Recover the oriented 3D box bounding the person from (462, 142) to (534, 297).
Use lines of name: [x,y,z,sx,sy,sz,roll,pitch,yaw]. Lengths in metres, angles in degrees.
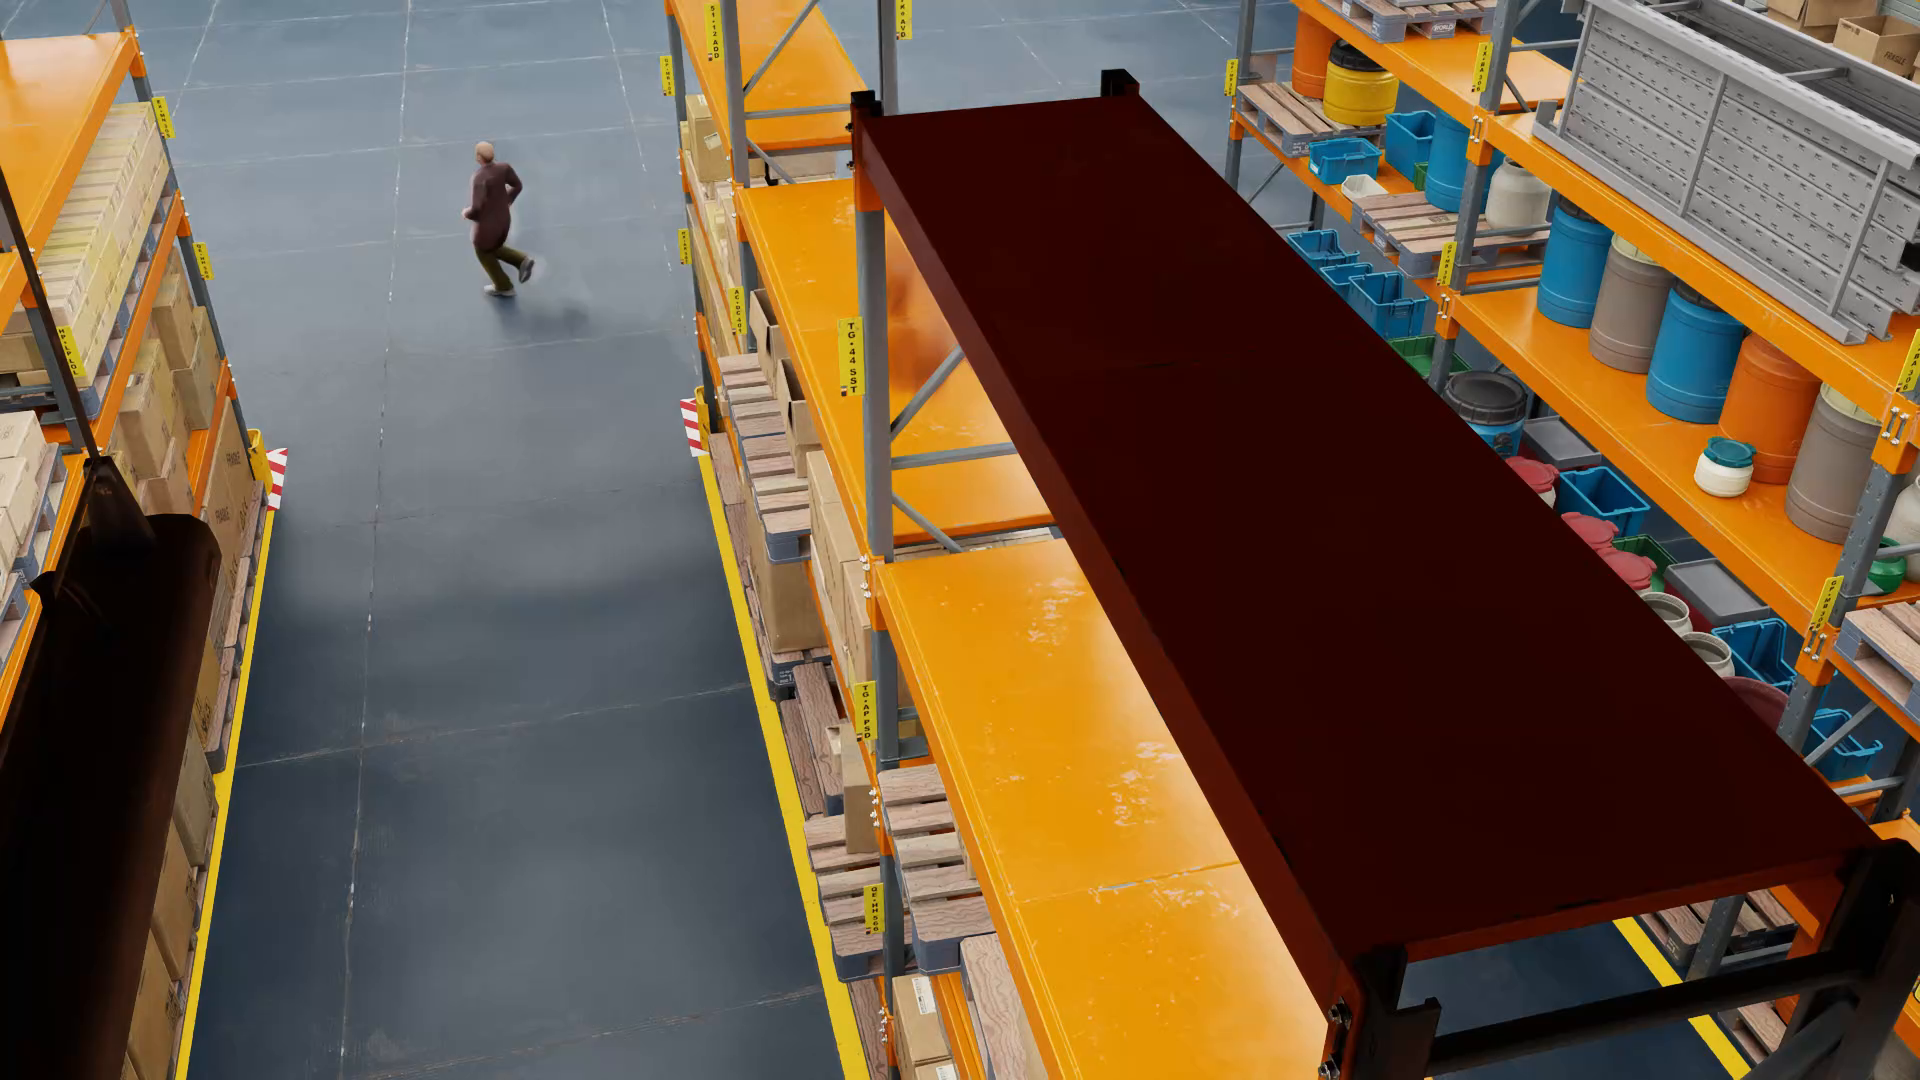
person: [-4.904,-3.357,17.480,0.563,1.726,0.725,15,37,21]
